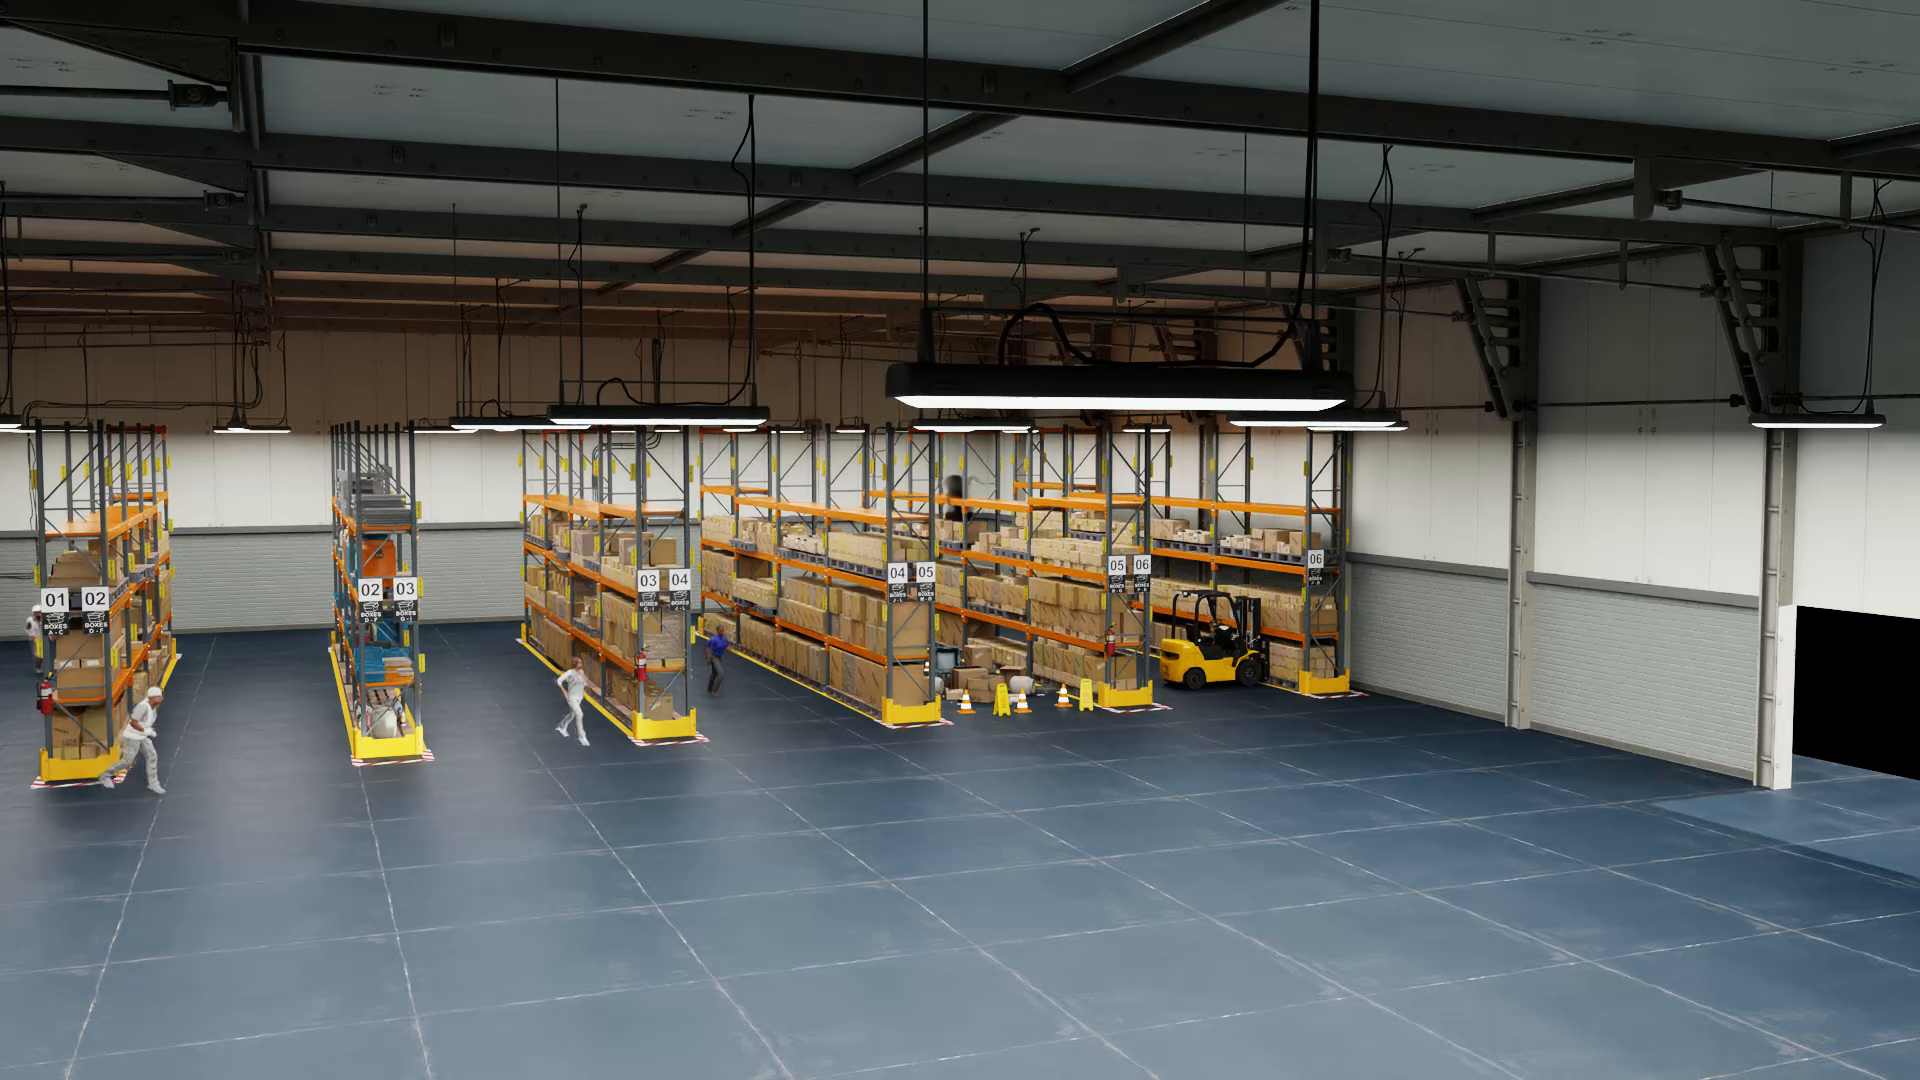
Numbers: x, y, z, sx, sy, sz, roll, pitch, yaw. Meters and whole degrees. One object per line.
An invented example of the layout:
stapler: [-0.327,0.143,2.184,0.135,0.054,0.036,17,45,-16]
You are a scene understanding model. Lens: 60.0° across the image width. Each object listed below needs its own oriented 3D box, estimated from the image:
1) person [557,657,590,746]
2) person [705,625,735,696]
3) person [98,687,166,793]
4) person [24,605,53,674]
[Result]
person: [-7.232,2.983,30.987,0.869,1.621,0.571,2,4,29]
person: [-5.322,2.671,36.786,0.812,1.630,0.608,1,4,21]
person: [-13.286,3.221,26.678,1.046,1.730,0.716,0,4,-8]
person: [-22.202,2.384,40.055,0.632,1.679,0.831,-3,5,-41]
